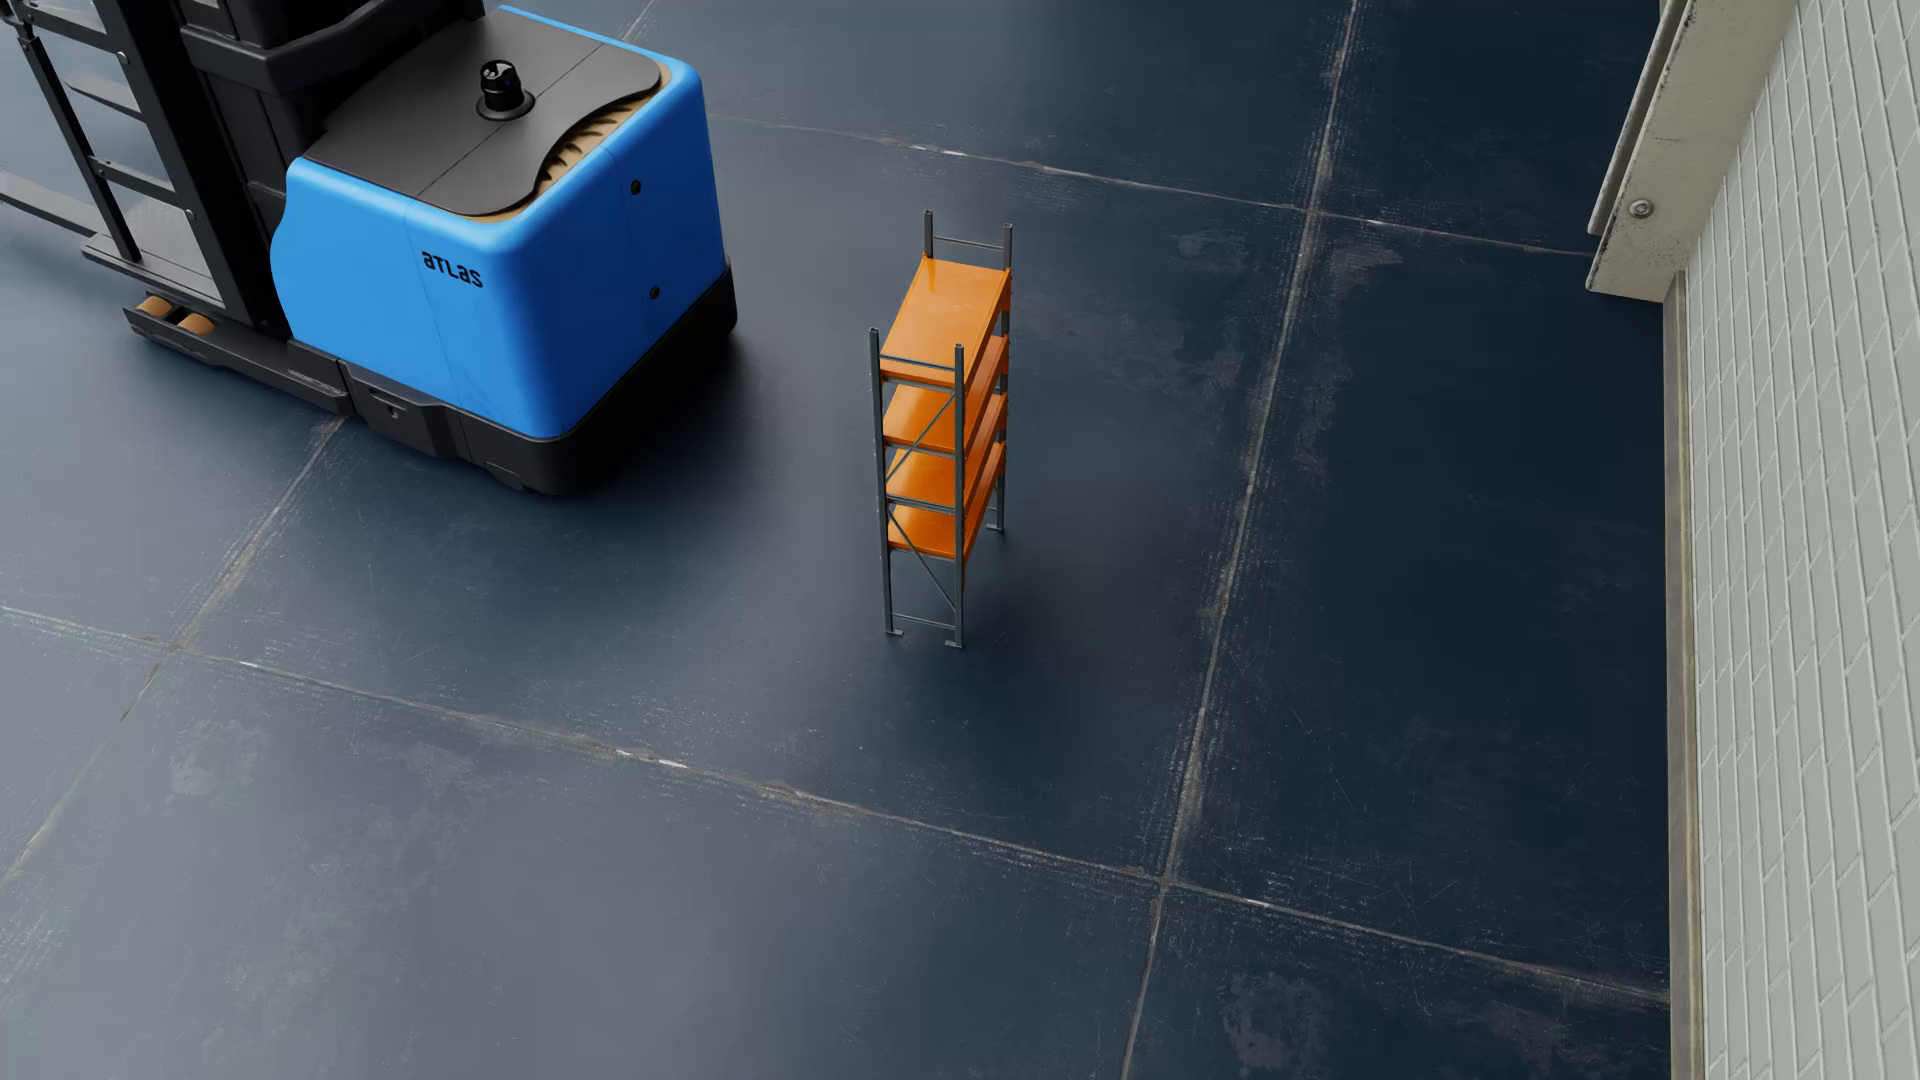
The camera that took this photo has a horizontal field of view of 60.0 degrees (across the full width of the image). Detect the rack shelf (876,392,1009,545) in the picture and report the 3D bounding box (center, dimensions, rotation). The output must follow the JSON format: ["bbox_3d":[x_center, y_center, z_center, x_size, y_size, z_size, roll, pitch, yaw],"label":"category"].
[{"bbox_3d":[-0.044,-0.233,4.745,0.258,0.148,0.480,12,50,10],"label":"rack shelf"}]

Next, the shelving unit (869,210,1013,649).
[{"bbox_3d":[-0.044,-0.277,4.694,0.258,1.200,0.503,12,50,10],"label":"shelving unit"}]

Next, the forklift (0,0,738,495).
[{"bbox_3d":[-2.326,-1.917,4.987,3.031,2.935,1.130,22,52,18],"label":"forklift"}]

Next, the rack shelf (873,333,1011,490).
[{"bbox_3d":[-0.044,-0.381,4.577,0.258,0.148,0.480,12,50,10],"label":"rack shelf"}]

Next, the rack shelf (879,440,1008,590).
[{"bbox_3d":[-0.044,-0.101,4.894,0.258,0.148,0.480,12,50,10],"label":"rack shelf"}]

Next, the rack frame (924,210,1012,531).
[{"bbox_3d":[0.021,-0.454,4.850,0.240,1.200,0.015,12,50,10],"label":"rack frame"}]

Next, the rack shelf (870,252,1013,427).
[{"bbox_3d":[-0.044,-0.537,4.400,0.258,0.148,0.480,12,50,10],"label":"rack shelf"}]

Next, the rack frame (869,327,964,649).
[{"bbox_3d":[-0.108,-0.101,4.539,0.240,1.200,0.015,12,50,10],"label":"rack frame"}]

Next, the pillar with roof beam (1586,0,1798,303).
[{"bbox_3d":[-1.674,-4.851,3.529,9.100,9.000,0.400,12,50,10],"label":"pillar with roof beam"}]
